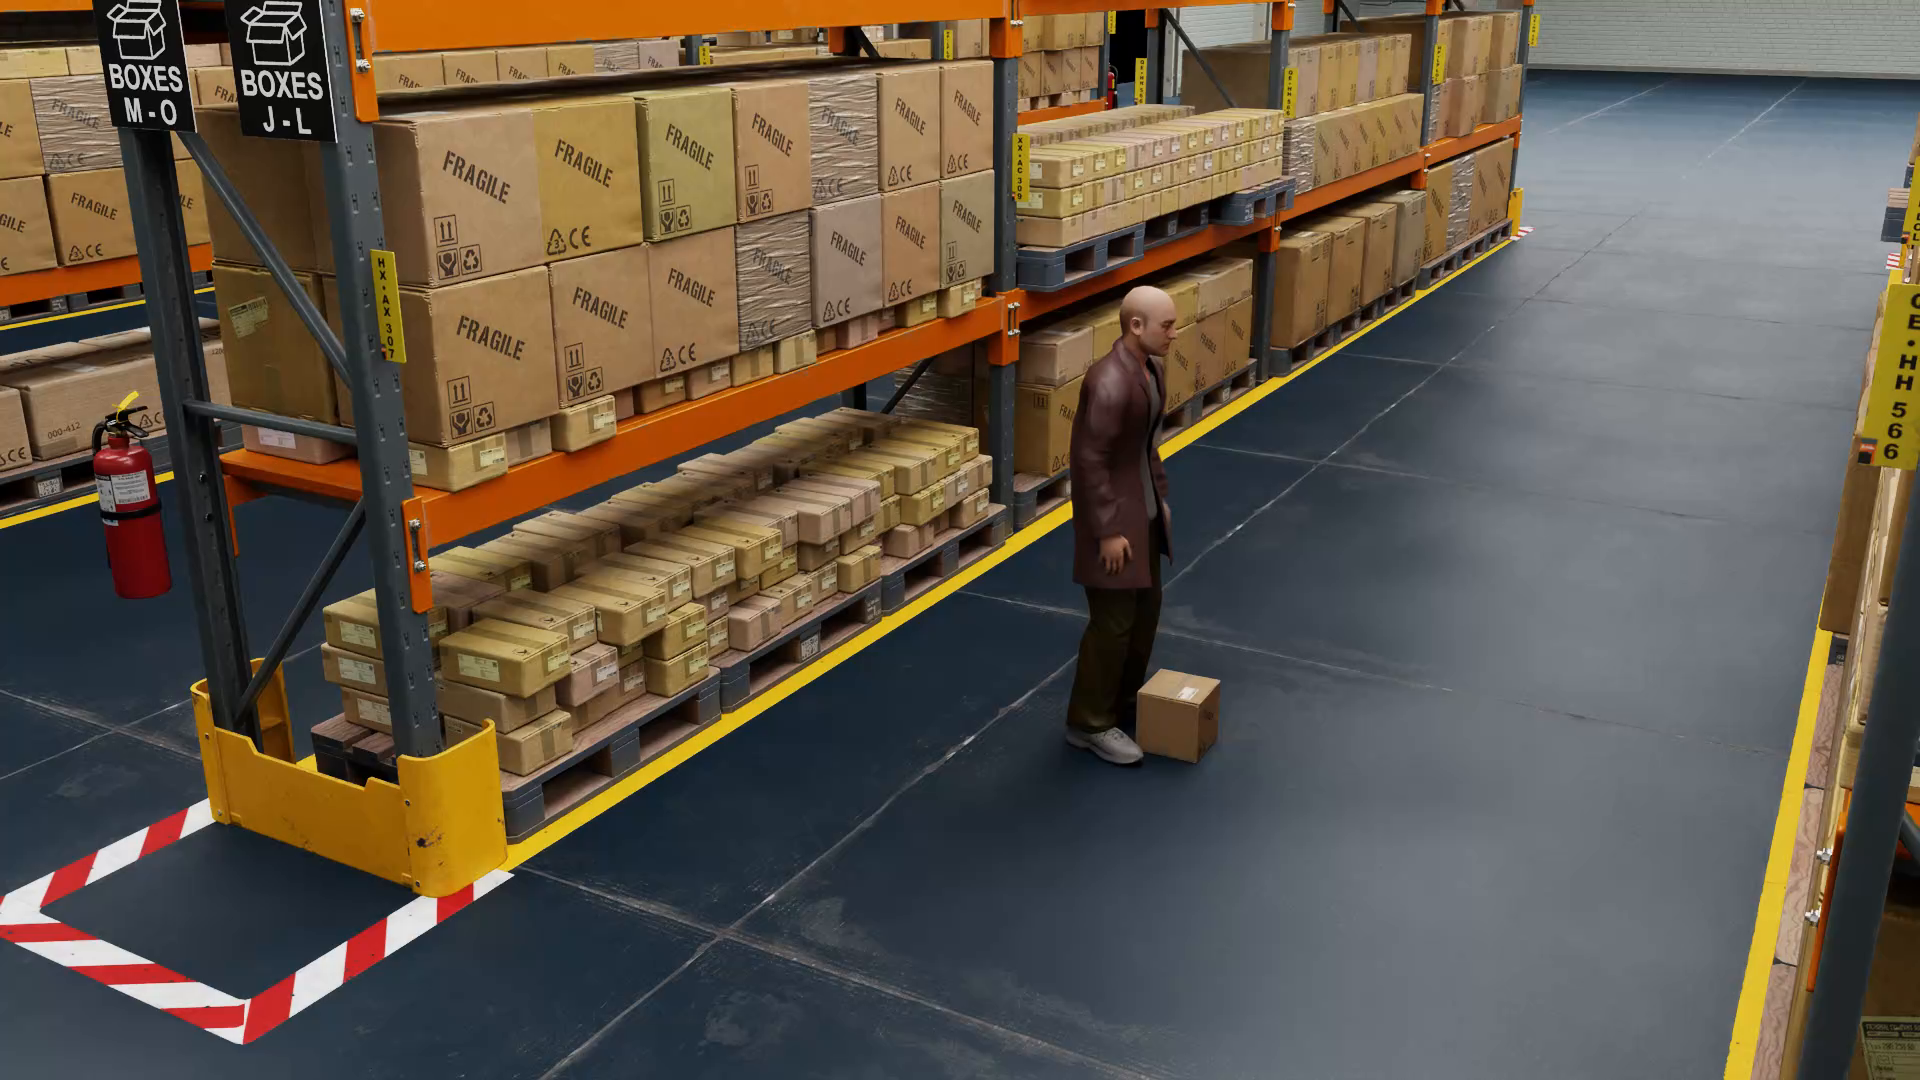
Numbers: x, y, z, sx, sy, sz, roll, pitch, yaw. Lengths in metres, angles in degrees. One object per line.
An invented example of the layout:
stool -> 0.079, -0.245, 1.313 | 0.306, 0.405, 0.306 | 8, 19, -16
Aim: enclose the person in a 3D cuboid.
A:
person -> 0.634, -0.053, 6.340 | 0.420, 1.711, 0.655 | 9, 21, 25
